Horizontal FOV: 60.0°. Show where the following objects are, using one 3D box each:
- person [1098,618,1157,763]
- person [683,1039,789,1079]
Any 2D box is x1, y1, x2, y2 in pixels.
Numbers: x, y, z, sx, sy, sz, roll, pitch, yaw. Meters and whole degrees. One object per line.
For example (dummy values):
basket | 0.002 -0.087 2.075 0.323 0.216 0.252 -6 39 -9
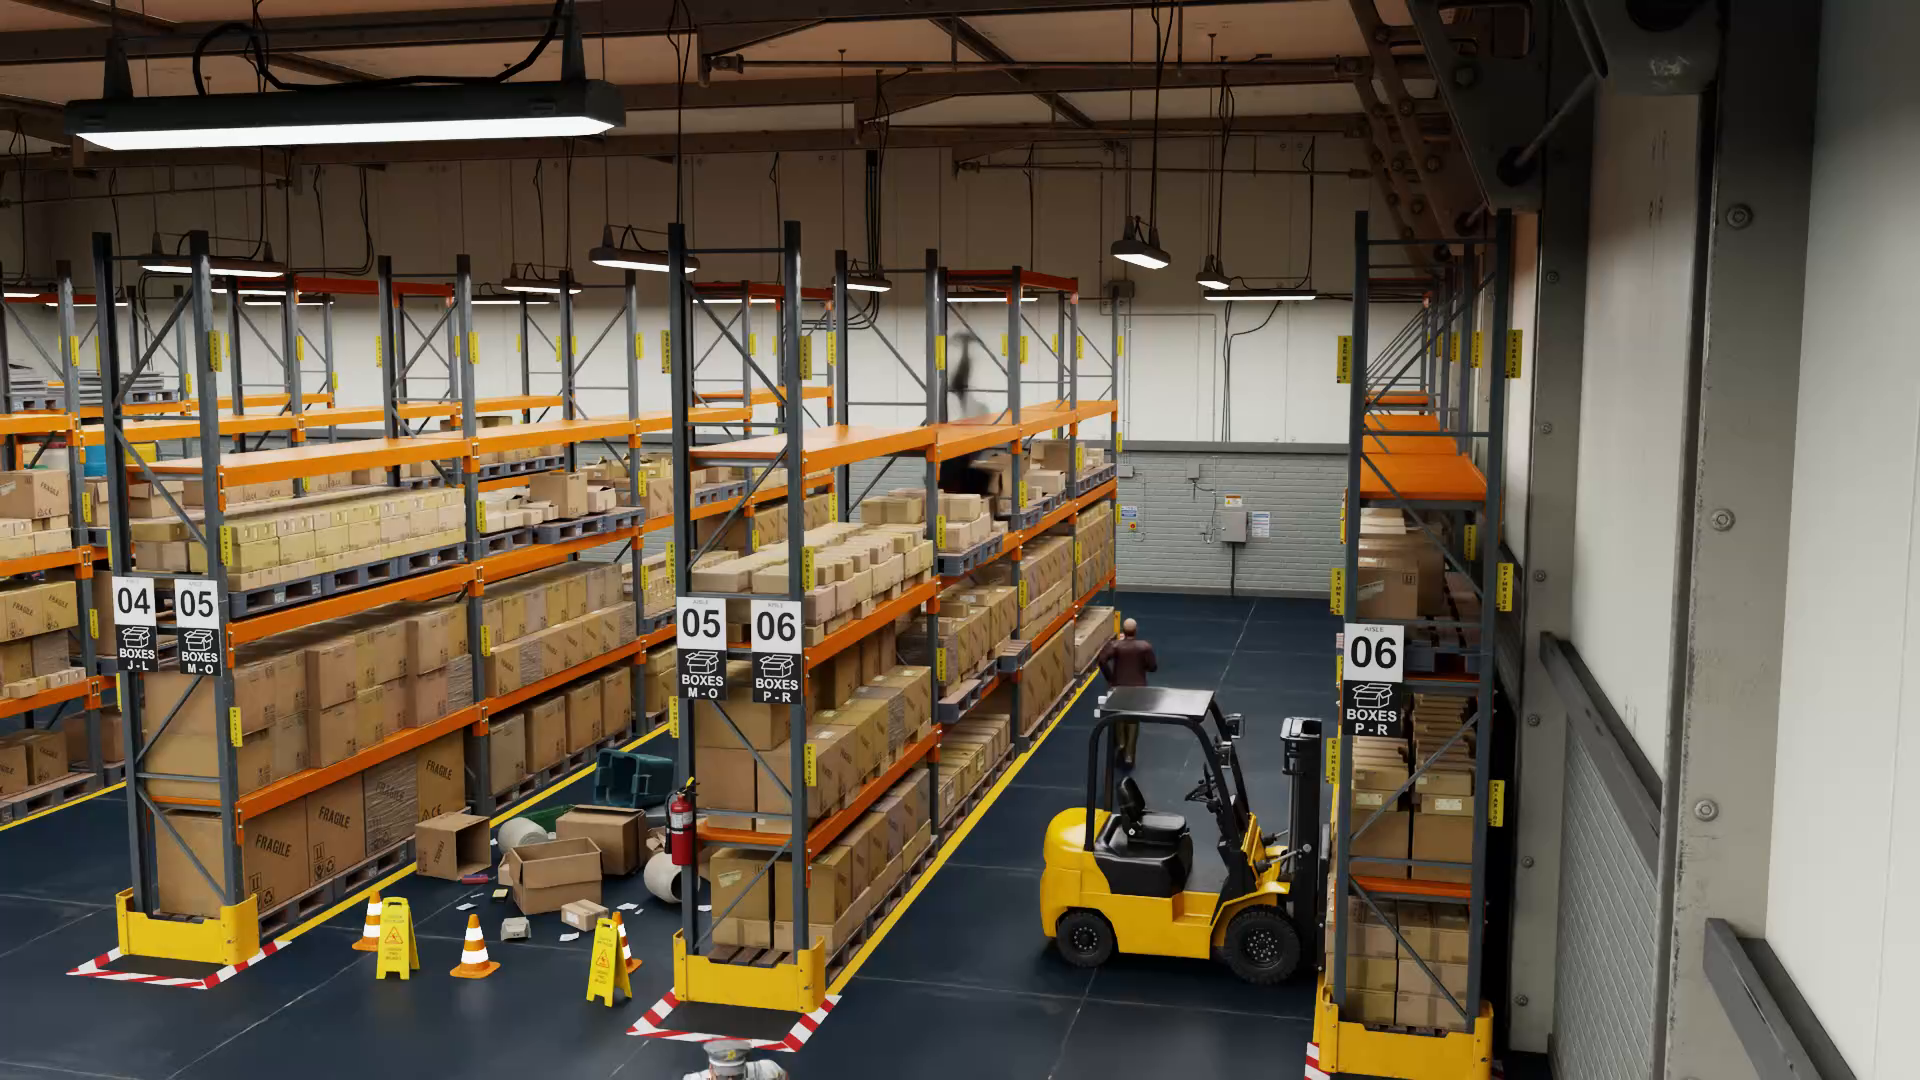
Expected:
person | 2.041 1.844 20.146 0.684 1.829 0.768 1 7 12
person | -1.252 3.307 8.746 0.703 1.720 0.977 -2 7 -19
